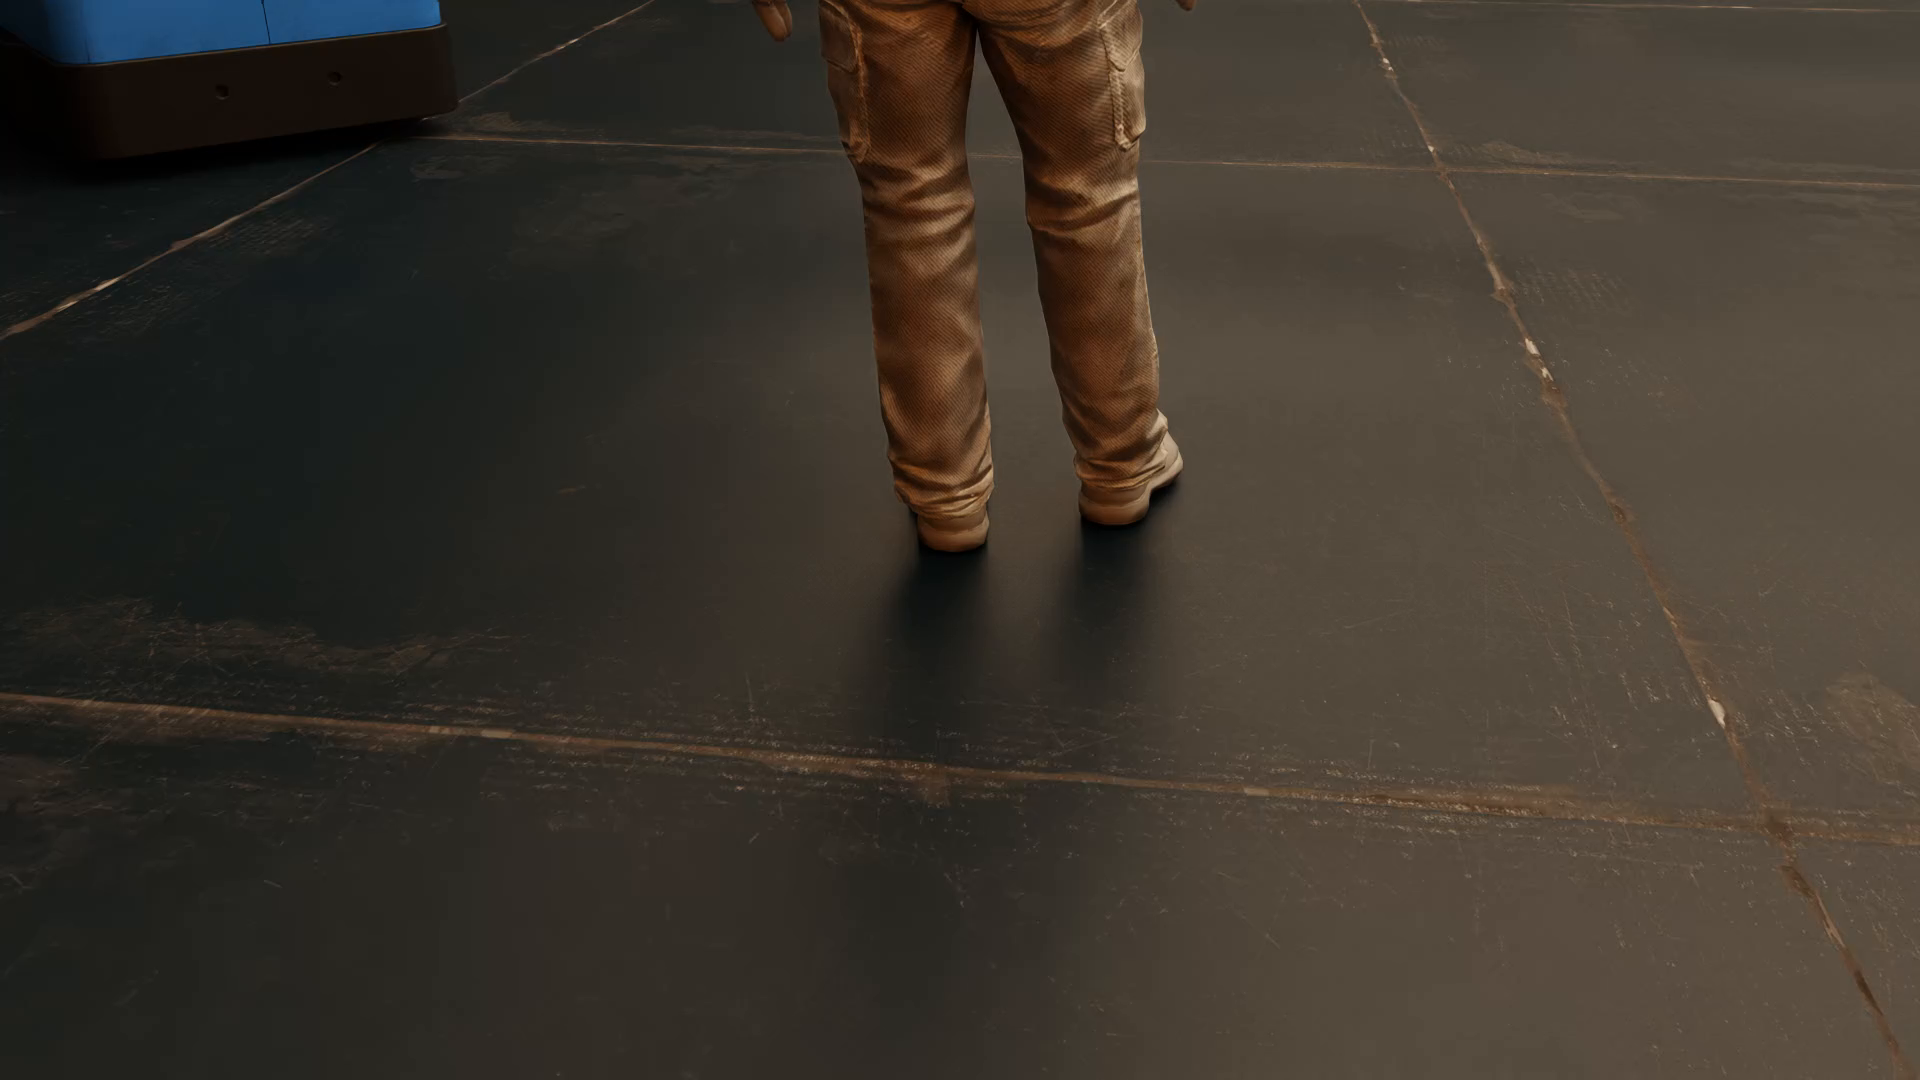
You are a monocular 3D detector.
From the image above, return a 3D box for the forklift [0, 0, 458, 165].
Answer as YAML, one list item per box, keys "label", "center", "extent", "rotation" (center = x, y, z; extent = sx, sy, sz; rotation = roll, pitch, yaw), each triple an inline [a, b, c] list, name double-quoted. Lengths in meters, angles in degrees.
- label: "forklift"
  center: [-2.772, -2.891, 5.013]
  extent: [1.130, 2.935, 3.031]
  rotation: [-19, 32, -33]

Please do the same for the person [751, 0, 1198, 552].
- label: "person"
  center: [0.018, -0.836, 2.161]
  extent: [0.656, 1.781, 0.577]
  rotation: [3, 27, 7]
